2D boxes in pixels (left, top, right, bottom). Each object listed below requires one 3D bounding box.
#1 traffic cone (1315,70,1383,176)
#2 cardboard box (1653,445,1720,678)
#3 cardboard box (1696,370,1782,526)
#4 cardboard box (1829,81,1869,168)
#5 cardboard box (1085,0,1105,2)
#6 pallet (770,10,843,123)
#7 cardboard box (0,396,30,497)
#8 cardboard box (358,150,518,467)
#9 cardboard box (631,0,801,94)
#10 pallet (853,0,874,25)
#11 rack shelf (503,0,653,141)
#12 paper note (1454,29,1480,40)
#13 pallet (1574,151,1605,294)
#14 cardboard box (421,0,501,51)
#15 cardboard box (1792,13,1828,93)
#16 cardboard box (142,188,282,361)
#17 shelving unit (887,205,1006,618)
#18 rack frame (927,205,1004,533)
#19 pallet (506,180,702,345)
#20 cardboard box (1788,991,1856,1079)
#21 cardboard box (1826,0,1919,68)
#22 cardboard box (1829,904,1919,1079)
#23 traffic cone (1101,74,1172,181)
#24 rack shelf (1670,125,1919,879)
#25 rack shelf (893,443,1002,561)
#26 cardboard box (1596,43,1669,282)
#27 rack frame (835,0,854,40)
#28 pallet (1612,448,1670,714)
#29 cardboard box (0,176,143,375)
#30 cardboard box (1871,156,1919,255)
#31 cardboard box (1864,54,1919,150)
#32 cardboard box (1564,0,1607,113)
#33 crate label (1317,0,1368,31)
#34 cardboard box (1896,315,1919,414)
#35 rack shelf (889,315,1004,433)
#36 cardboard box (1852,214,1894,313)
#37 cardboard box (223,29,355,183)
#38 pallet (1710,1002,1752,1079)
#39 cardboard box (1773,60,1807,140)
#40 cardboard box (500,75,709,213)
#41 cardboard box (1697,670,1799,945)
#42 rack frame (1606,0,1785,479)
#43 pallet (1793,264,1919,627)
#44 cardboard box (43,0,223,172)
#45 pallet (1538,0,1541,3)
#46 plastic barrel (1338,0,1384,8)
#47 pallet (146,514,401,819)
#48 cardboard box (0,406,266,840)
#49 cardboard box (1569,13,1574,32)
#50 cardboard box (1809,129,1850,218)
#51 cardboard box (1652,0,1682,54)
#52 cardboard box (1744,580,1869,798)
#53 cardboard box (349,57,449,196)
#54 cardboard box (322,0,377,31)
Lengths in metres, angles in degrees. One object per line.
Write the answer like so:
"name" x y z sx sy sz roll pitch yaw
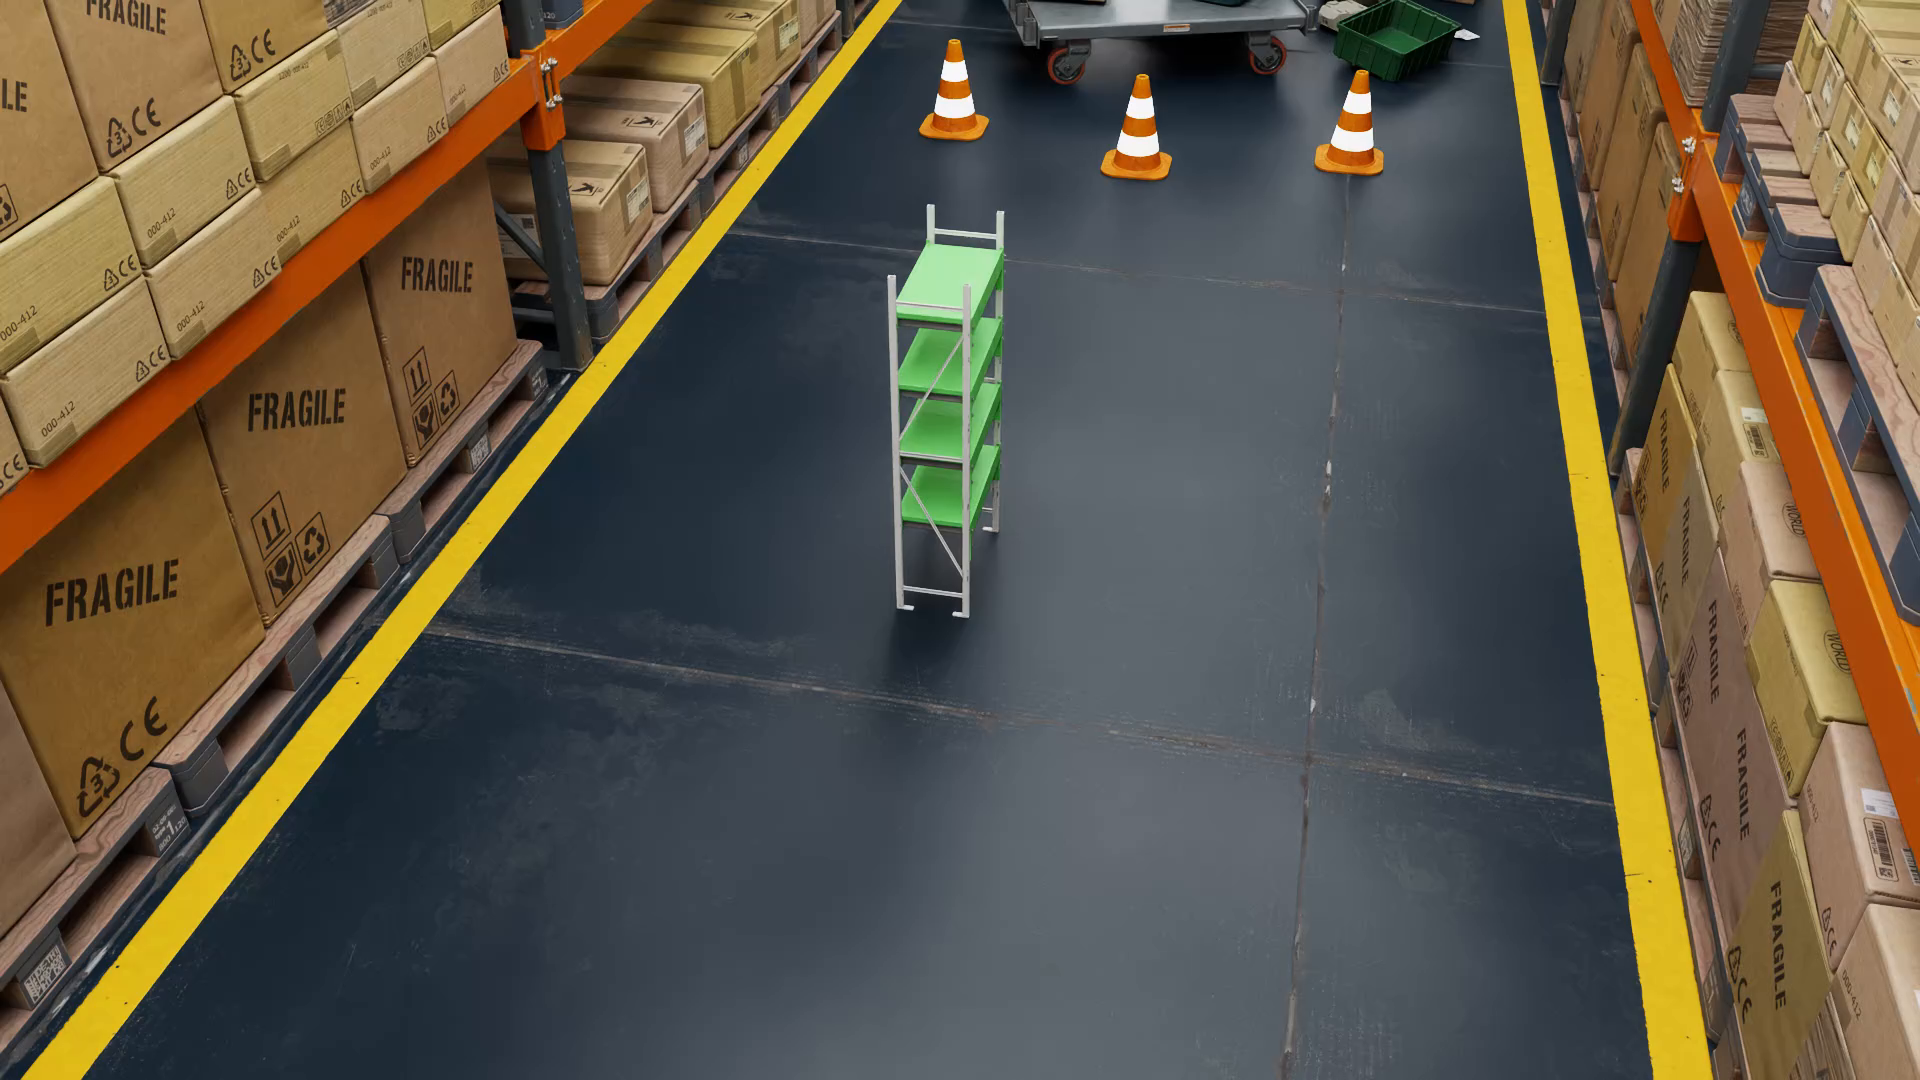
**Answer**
"traffic cone" 1.963 -2.100 8.253 0.336 0.463 0.334 7 37 10
"cardboard box" 2.365 0.091 4.841 0.500 0.500 0.500 8 37 11
"cardboard box" 2.378 -0.219 4.630 0.500 0.250 0.500 7 37 9
"cardboard box" 2.461 -1.041 4.233 0.380 0.149 0.250 6 36 9
"cardboard box" 0.612 -3.358 9.312 0.500 0.500 0.500 7 37 10
"pallet" -1.298 -2.694 9.287 1.003 0.211 1.213 7 37 10
"cardboard box" -2.381 -0.138 3.512 0.500 0.250 0.500 6 36 9
"cardboard box" -2.216 -0.900 5.889 0.875 0.875 0.875 7 37 10
"cardboard box" -1.393 -2.662 8.748 0.950 0.372 0.625 10 37 13
"pallet" -1.024 -3.530 10.440 1.003 0.211 1.213 7 37 10
"rack shelf" -1.560 -2.831 7.714 1.077 0.370 4.000 7 37 10
"paper note" 2.983 -3.004 9.868 0.147 0.020 0.142 -17 39 -22
"pallet" 3.375 -1.424 7.535 1.003 0.211 1.213 7 37 10
"cardboard box" -1.843 -1.808 5.391 0.500 0.250 0.500 7 37 10
"cardboard box" 2.570 -1.351 4.660 0.380 0.149 0.250 9 37 12
"cardboard box" -2.140 -0.715 4.309 0.500 0.250 0.500 7 36 9
"shelving unit" -0.035 -0.391 5.267 0.258 1.200 0.503 7 37 10
"rack frame" 0.017 -0.531 5.460 0.240 1.200 0.015 7 37 10
"pallet" -1.819 -1.295 7.357 1.003 0.211 1.213 7 37 10
"cardboard box" 1.927 1.266 3.220 0.500 0.500 0.500 7 36 9
"cardboard box" 2.527 -1.328 4.375 0.380 0.149 0.250 6 36 9
"cardboard box" 1.927 0.959 3.003 0.500 0.250 0.500 6 36 9
"traffic cone" 0.885 -2.064 8.204 0.336 0.463 0.334 7 37 10
"rack shelf" 2.443 0.024 3.773 1.077 0.370 4.000 7 37 10
"rack shelf" -0.035 -0.145 5.445 0.258 0.148 0.480 7 37 10
"cardboard box" 3.271 -1.512 6.840 1.050 0.750 0.750 8 37 11
"rack frame" -1.133 -4.269 9.085 1.000 3.000 0.127 7 37 10
"pallet" 2.701 0.163 5.345 1.003 0.211 1.213 7 37 10
"cardboard box" -2.255 -0.630 3.765 0.500 0.250 0.500 8 37 11
"cardboard box" 2.353 -0.754 3.837 0.380 0.149 0.250 7 37 10
"cardboard box" 2.413 -1.036 3.973 0.380 0.149 0.250 6 36 8
"cardboard box" 3.679 -2.599 8.339 1.050 0.750 0.750 7 37 10
"crate label" 2.302 -3.132 9.955 0.298 0.136 0.250 -17 39 -22
"cardboard box" 2.239 -0.341 3.521 0.380 0.149 0.250 6 36 8
"rack shelf" -0.035 -0.534 5.164 0.258 0.148 0.480 7 37 10
"cardboard box" 2.352 -0.634 3.925 0.380 0.149 0.250 8 37 11
"cardboard box" -2.038 -1.218 4.576 0.500 0.250 0.500 6 36 9
"pallet" 2.180 1.562 3.415 1.003 0.211 1.213 7 37 10
"cardboard box" 2.577 -1.251 4.776 0.380 0.149 0.250 7 36 9
"cardboard box" -1.707 -1.829 7.599 0.950 0.372 0.625 7 36 9
"cardboard box" 2.151 0.678 4.030 0.500 0.500 0.500 7 36 9
"rack frame" 2.870 -1.414 5.144 1.000 3.000 0.127 7 37 10
"pallet" 2.487 -0.196 3.628 1.003 0.211 1.213 7 37 10
"cardboard box" -2.172 -1.224 3.946 0.500 0.500 0.500 7 36 9
"pallet" 4.221 -3.705 10.683 1.003 0.211 1.213 7 37 10
"plastic barrel" 2.468 -3.506 10.227 0.421 0.421 0.512 -24 42 -30
"pallet" -2.492 0.293 5.166 1.003 0.211 1.213 7 37 10
"cardboard box" -2.602 0.123 4.477 0.875 0.875 0.875 8 37 11
"cardboard box" 3.927 -3.368 9.294 0.875 0.875 0.875 8 37 11
"cardboard box" 2.462 -0.942 4.350 0.380 0.149 0.250 9 37 12
"cardboard box" 2.812 -2.032 5.912 0.500 0.500 0.500 7 37 10
"cardboard box" 2.149 0.362 3.828 0.500 0.250 0.500 6 36 8
"cardboard box" -1.936 -1.298 5.113 0.500 0.250 0.500 8 37 11
"cardboard box" -1.944 -1.797 4.736 0.500 0.500 0.500 8 37 11
